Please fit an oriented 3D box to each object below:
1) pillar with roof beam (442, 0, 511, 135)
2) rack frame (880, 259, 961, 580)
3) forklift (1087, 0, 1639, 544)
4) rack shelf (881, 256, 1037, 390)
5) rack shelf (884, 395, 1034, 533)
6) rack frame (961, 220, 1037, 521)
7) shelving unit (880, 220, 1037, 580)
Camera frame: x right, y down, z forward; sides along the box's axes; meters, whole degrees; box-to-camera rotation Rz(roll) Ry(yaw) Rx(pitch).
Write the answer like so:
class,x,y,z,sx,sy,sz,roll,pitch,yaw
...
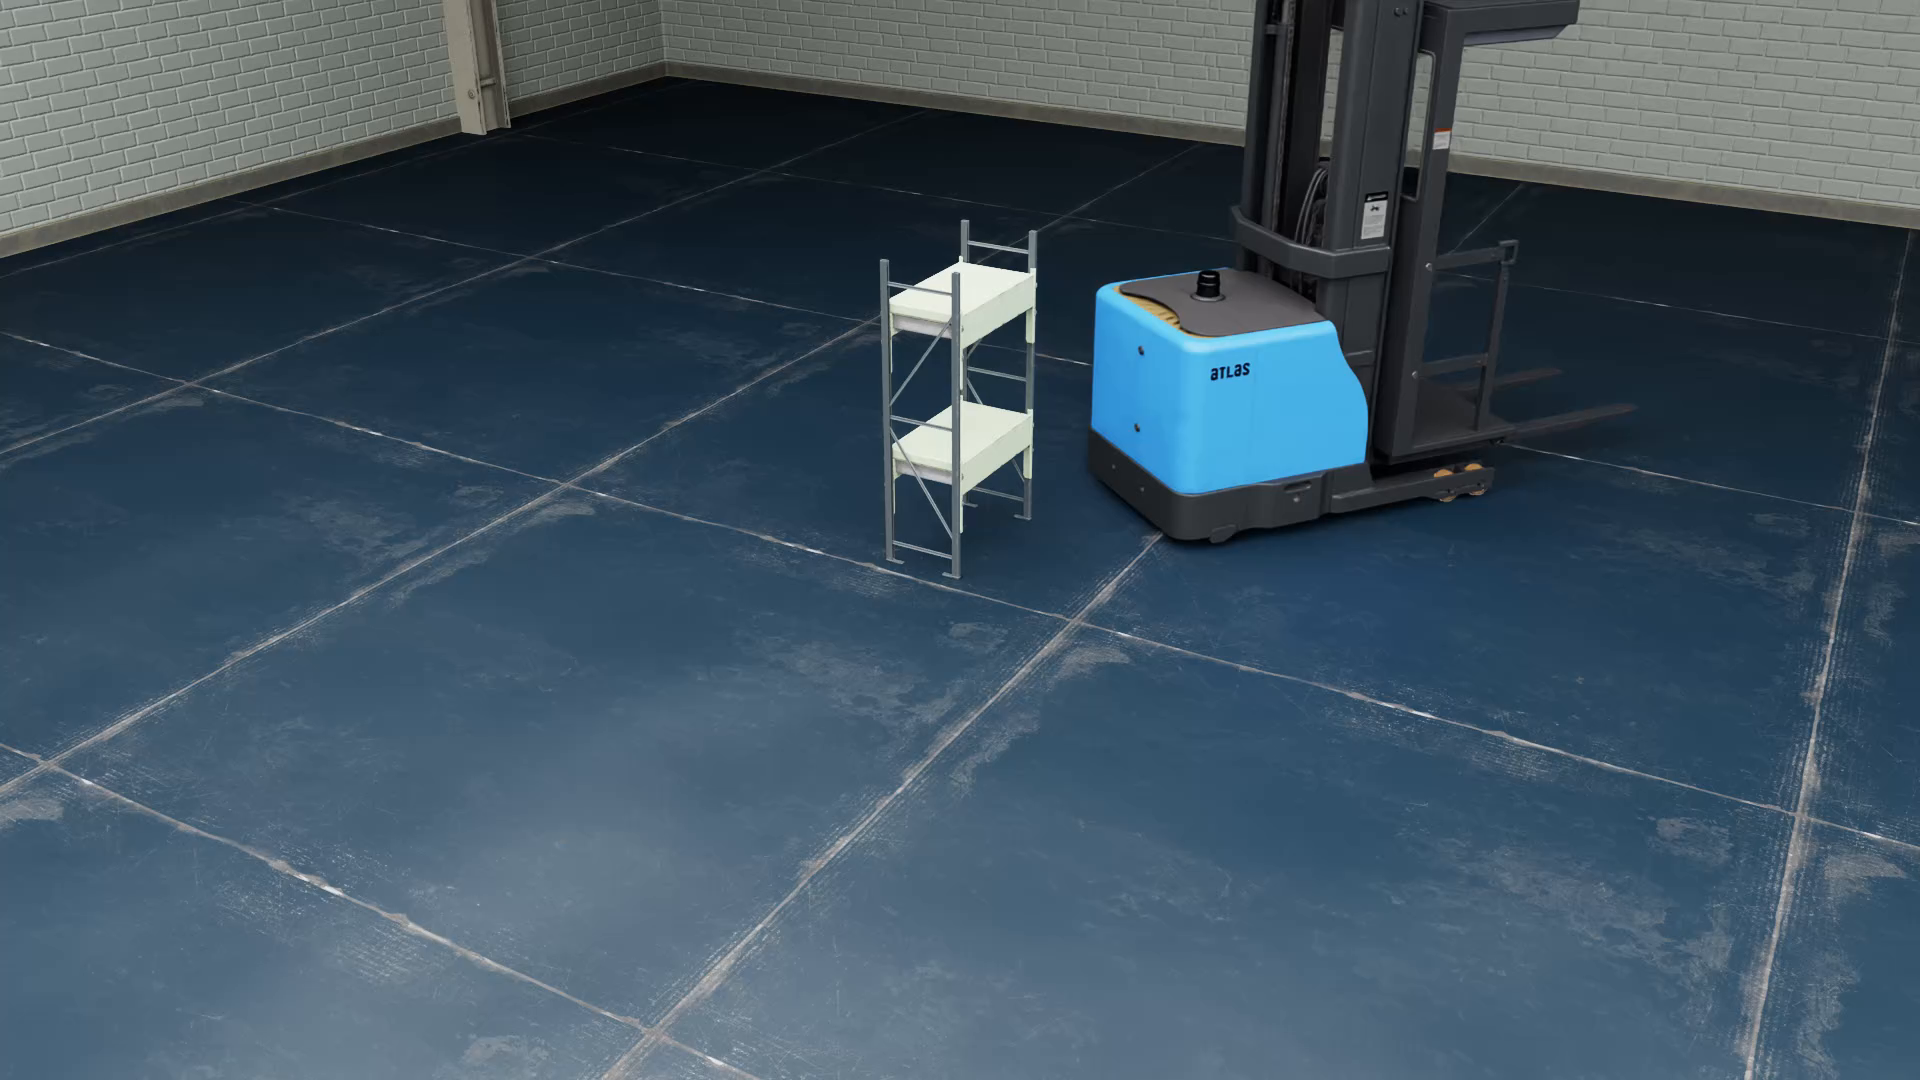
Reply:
class,x,y,z,sx,sy,sz,roll,pitch,yaw
pillar with roof beam,-0.898,-7.099,12.379,9.100,9.000,0.400,14,30,26
rack frame,-0.177,-0.531,7.635,0.400,1.500,0.023,14,30,26
forklift,2.241,-1.712,8.397,3.031,2.935,1.130,-11,29,-21
rack shelf,0.003,-1.022,7.745,0.431,0.370,0.720,14,30,26
rack shelf,0.003,-0.382,8.065,0.431,0.370,0.720,14,30,26
rack frame,0.183,-0.816,8.204,0.400,1.500,0.023,14,30,26
shelving unit,0.003,-0.673,7.919,0.431,1.500,0.755,14,30,26
